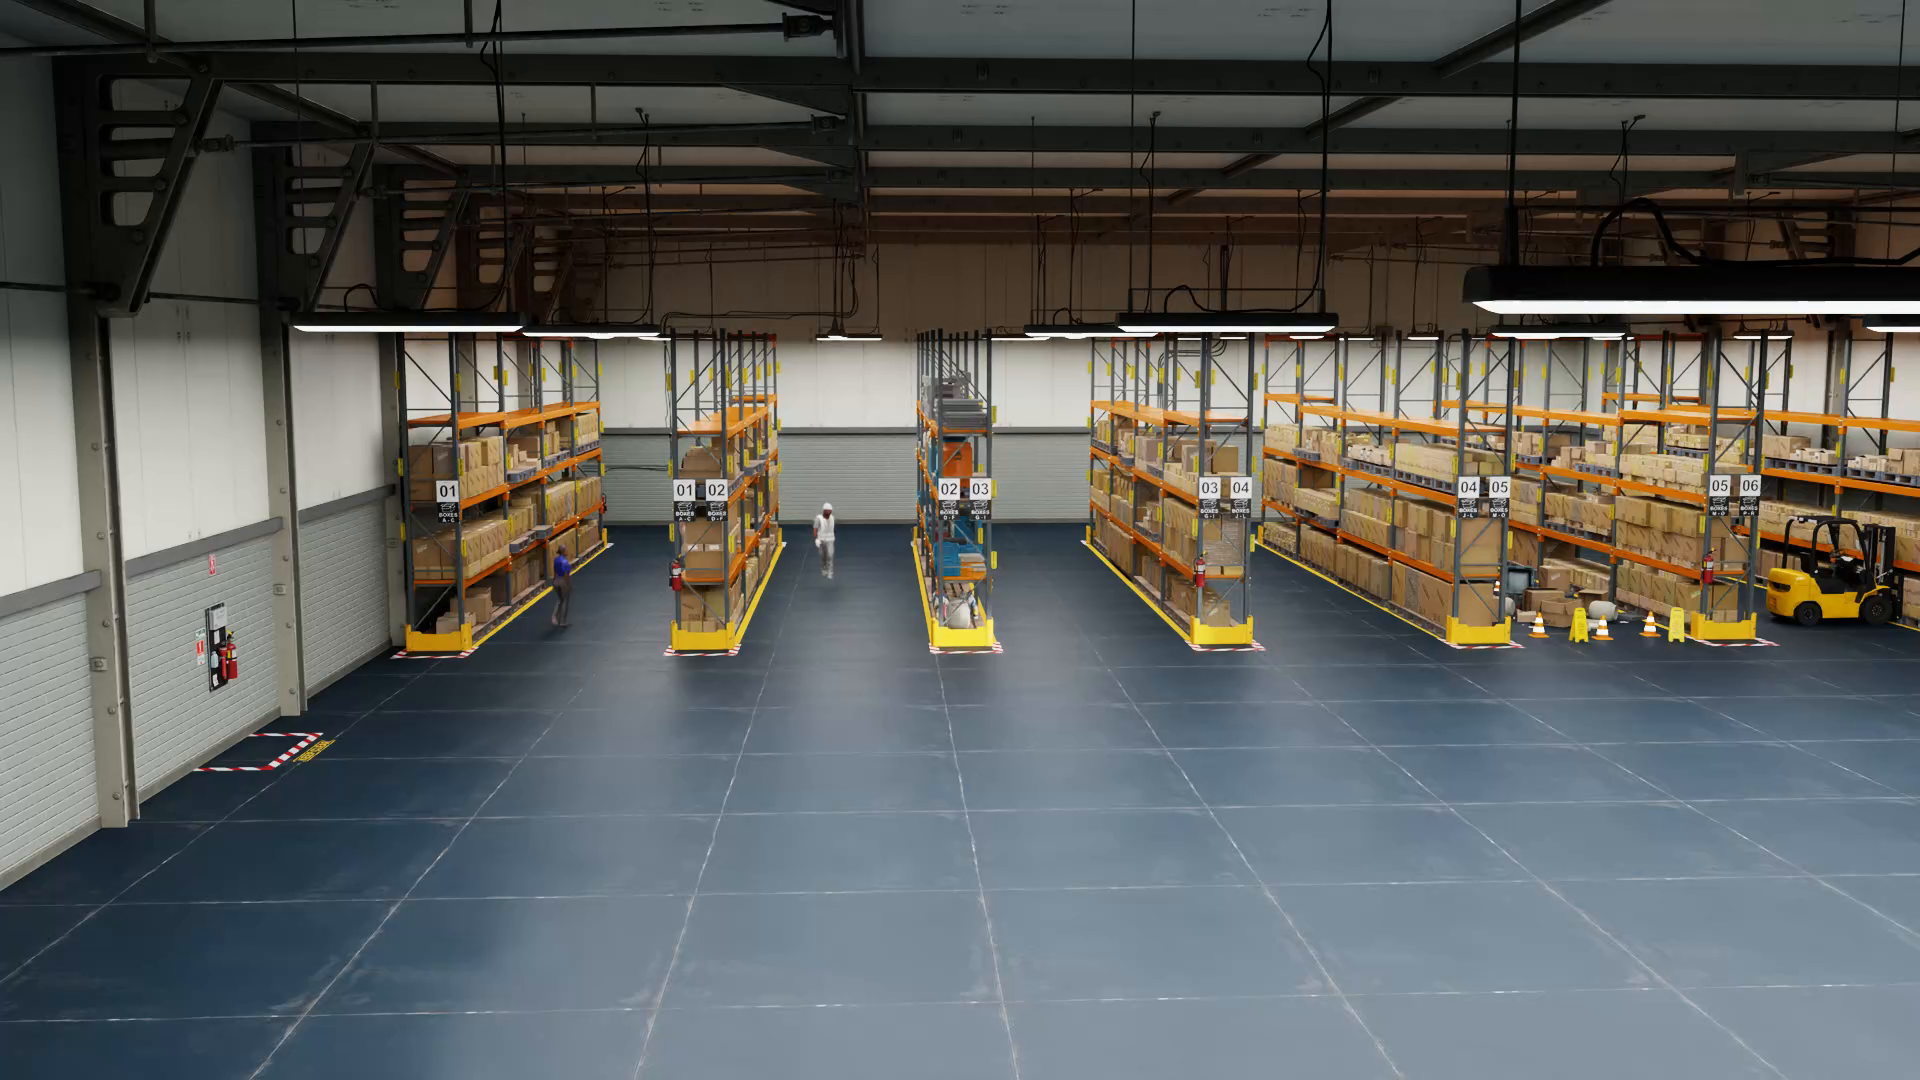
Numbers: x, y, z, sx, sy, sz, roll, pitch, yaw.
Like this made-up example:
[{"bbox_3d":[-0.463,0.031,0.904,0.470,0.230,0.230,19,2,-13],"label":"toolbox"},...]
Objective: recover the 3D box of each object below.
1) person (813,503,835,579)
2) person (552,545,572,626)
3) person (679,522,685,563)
[{"bbox_3d":[-3.148,0.021,38.462,0.495,1.734,1.034,0,7,-4],"label":"person"},{"bbox_3d":[-8.073,0.916,33.754,0.454,1.659,0.432,4,8,29],"label":"person"},{"bbox_3d":[-7.013,-0.233,43.163,0.519,1.785,0.552,1,7,6],"label":"person"}]
